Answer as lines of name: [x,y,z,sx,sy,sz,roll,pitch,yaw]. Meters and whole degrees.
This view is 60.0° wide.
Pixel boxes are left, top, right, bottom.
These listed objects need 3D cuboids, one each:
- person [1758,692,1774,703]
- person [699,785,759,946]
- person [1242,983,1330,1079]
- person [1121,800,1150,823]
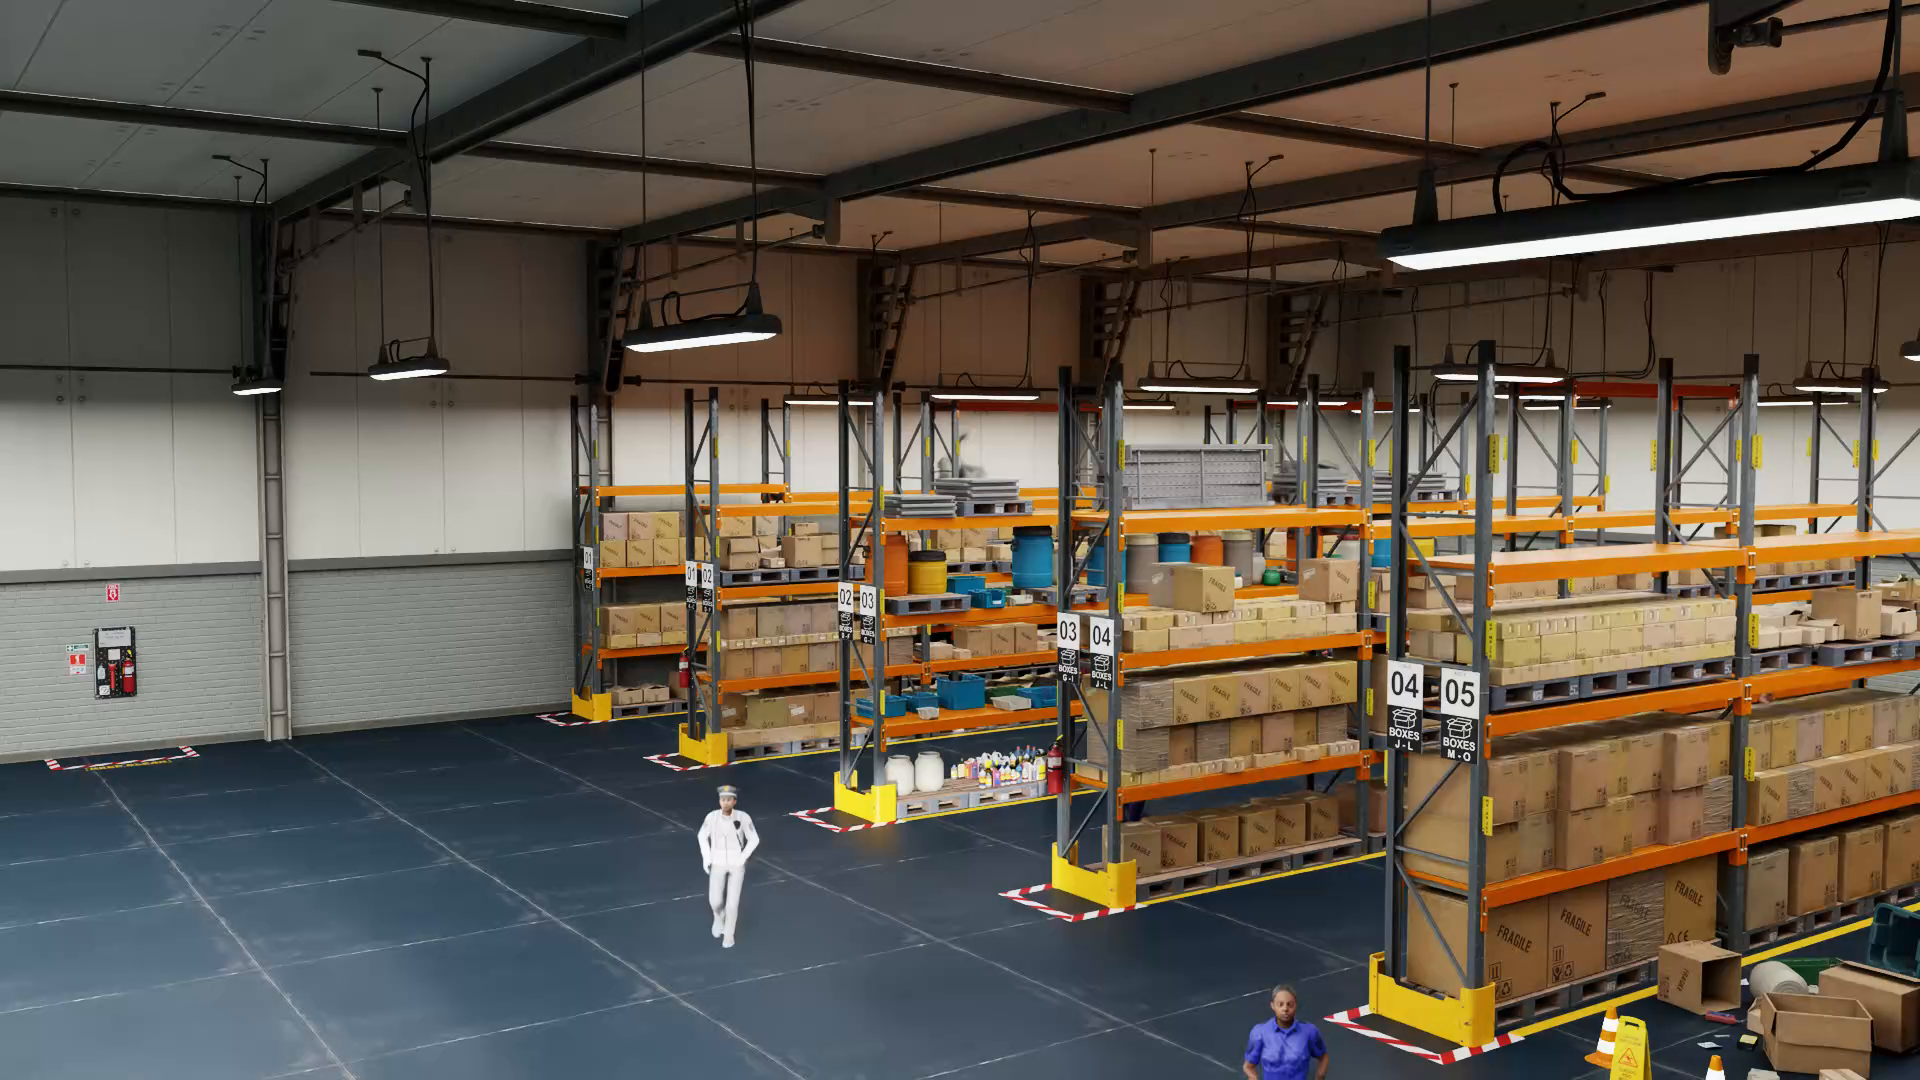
person: [11.458,2.941,23.707,0.650,1.625,0.513,-2,4,-35]
person: [-2.365,3.321,16.960,0.624,1.651,0.538,0,3,-3]
person: [2.112,3.700,10.756,0.566,1.612,0.551,1,3,9]
person: [2.201,3.101,20.995,0.688,1.599,0.613,-3,4,-38]
